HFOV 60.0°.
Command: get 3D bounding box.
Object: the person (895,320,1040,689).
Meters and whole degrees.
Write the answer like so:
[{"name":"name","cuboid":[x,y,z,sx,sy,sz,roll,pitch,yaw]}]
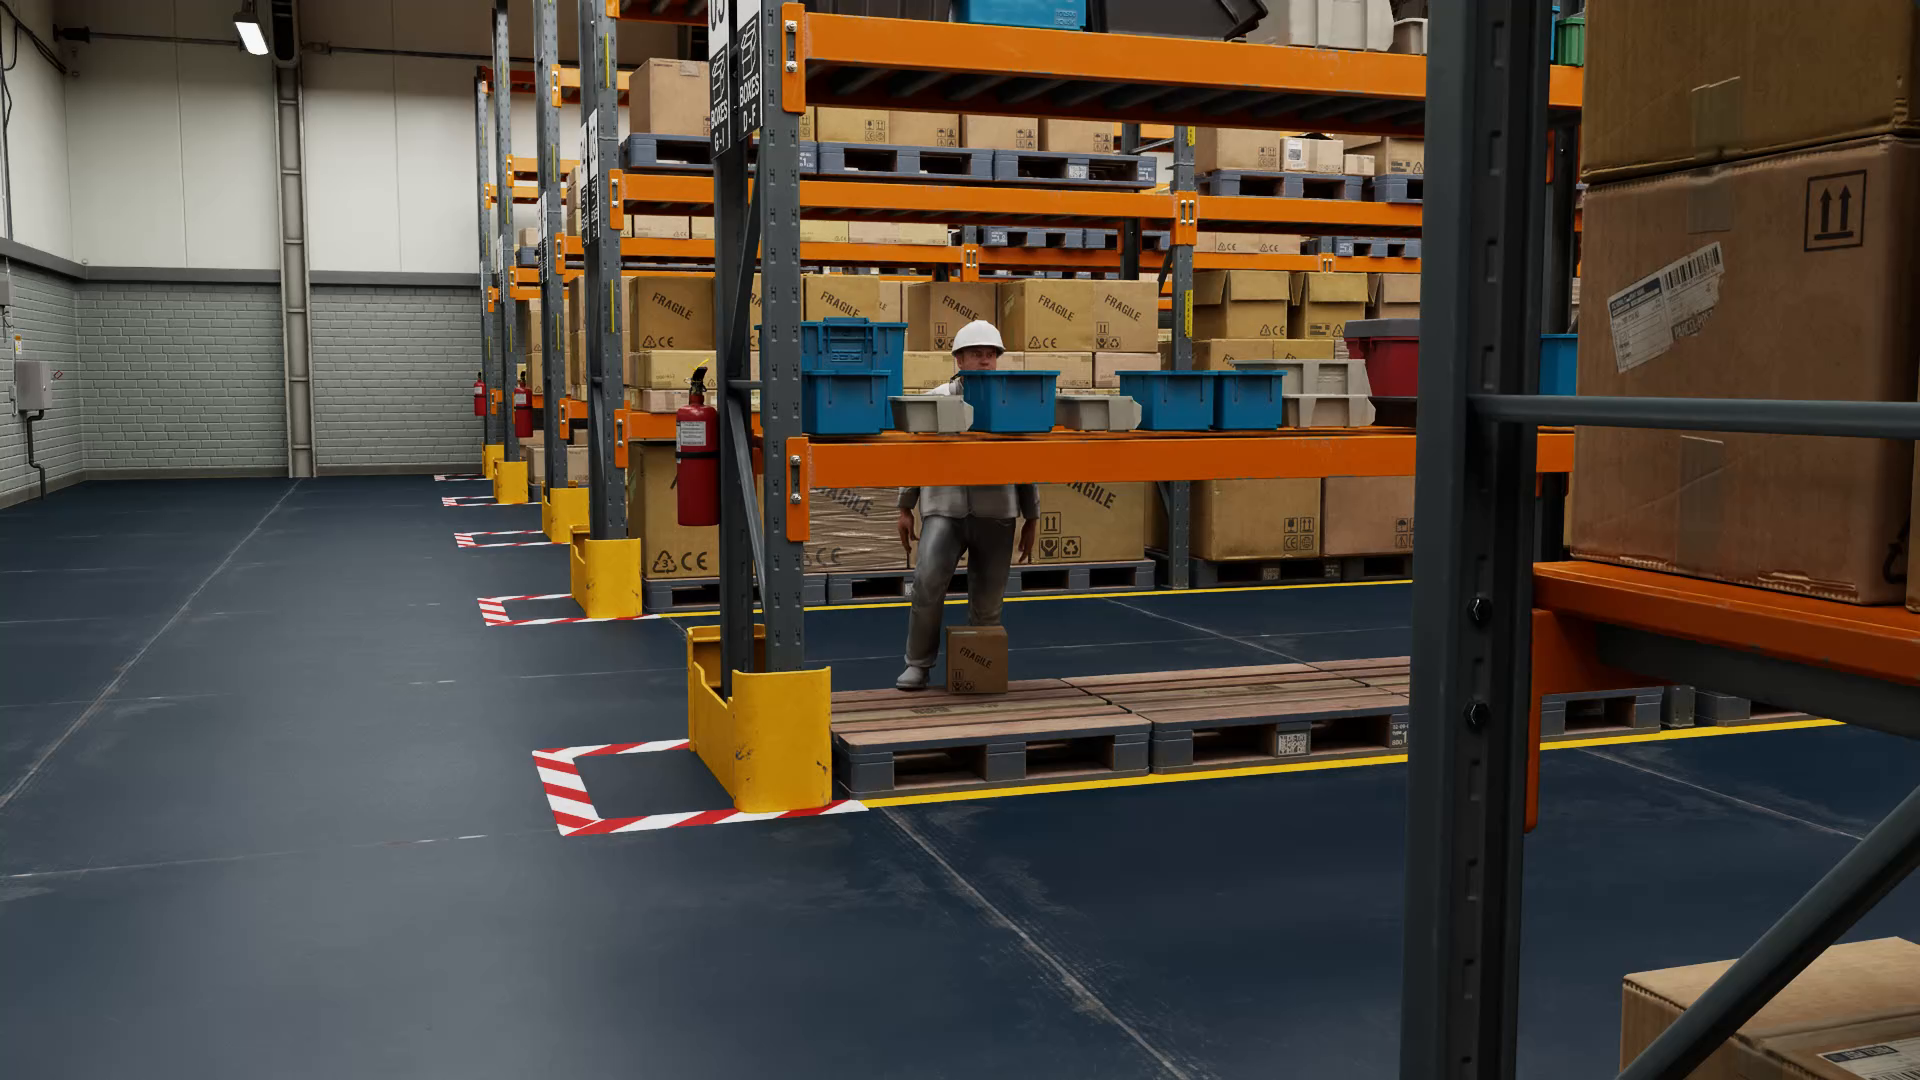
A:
[{"name":"person","cuboid":[0.036,-0.065,7.236,0.635,1.775,0.613,0,6,-2]}]
